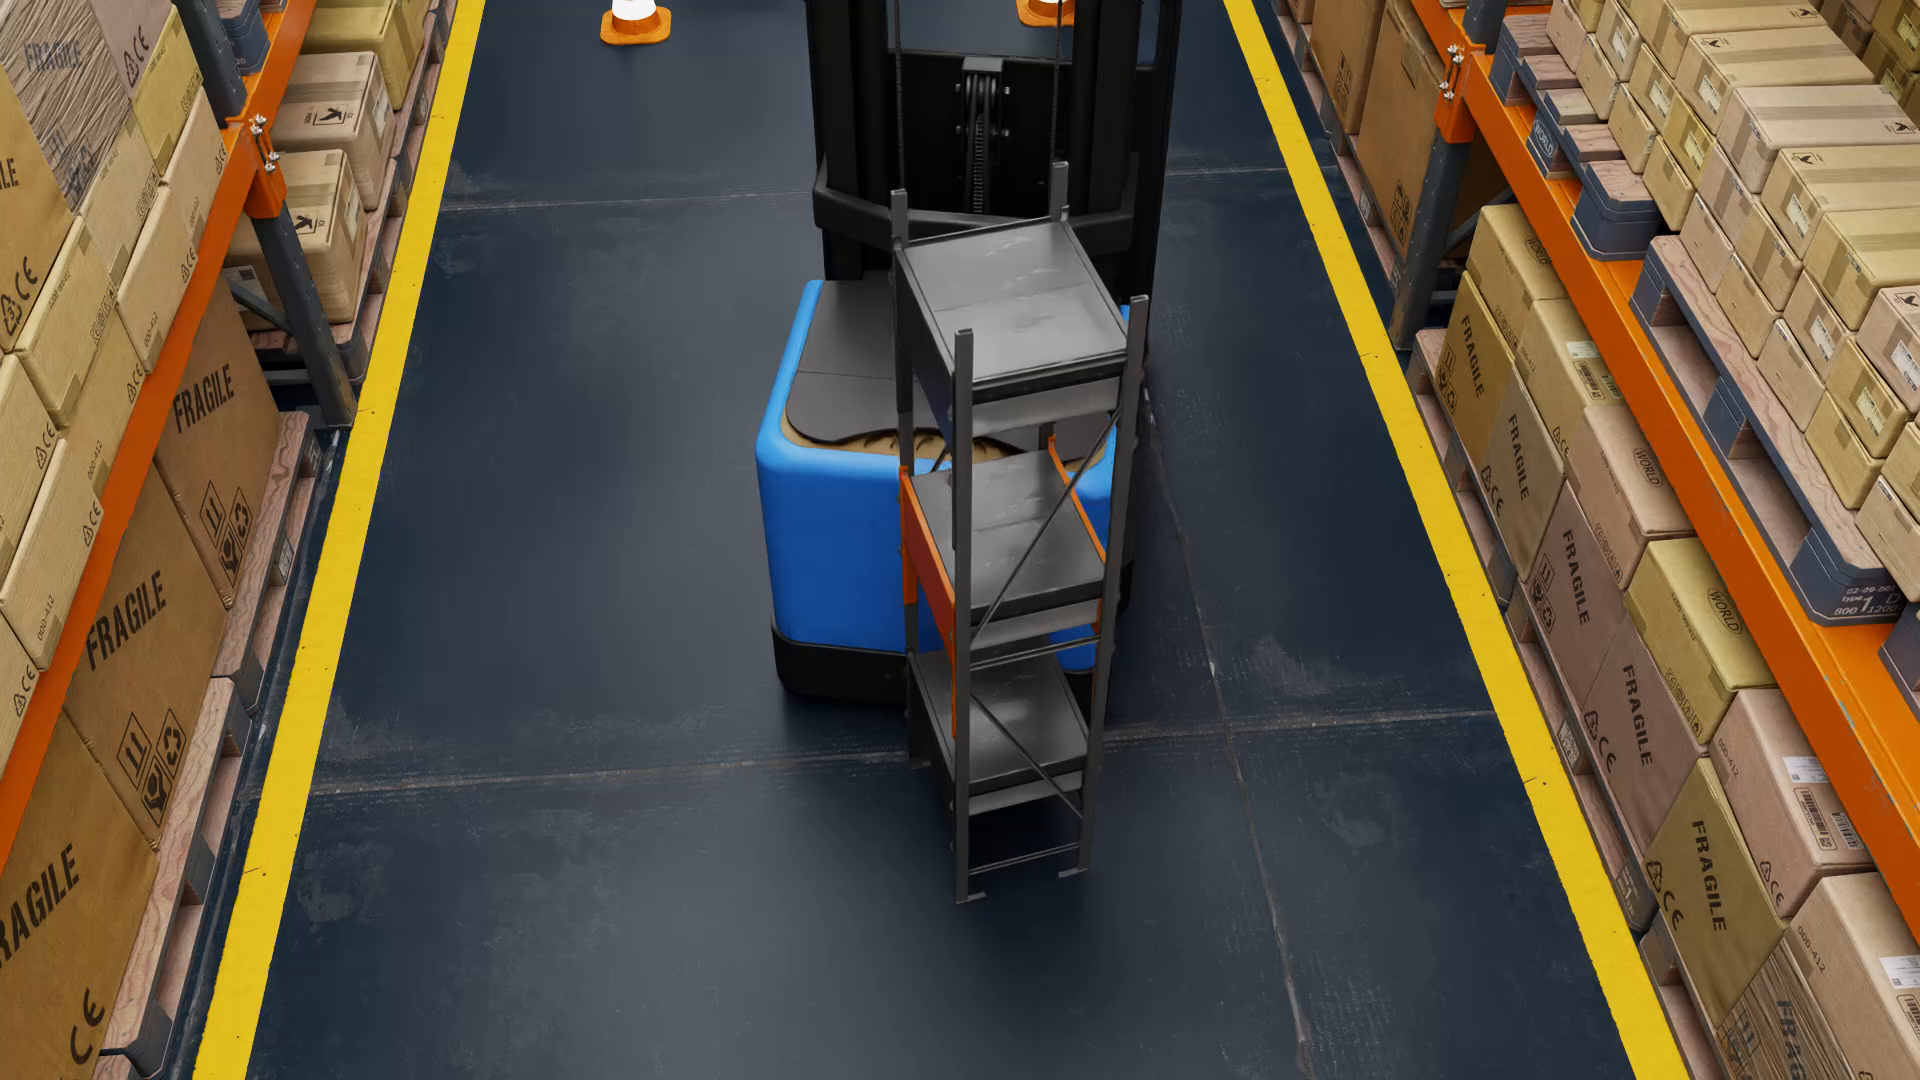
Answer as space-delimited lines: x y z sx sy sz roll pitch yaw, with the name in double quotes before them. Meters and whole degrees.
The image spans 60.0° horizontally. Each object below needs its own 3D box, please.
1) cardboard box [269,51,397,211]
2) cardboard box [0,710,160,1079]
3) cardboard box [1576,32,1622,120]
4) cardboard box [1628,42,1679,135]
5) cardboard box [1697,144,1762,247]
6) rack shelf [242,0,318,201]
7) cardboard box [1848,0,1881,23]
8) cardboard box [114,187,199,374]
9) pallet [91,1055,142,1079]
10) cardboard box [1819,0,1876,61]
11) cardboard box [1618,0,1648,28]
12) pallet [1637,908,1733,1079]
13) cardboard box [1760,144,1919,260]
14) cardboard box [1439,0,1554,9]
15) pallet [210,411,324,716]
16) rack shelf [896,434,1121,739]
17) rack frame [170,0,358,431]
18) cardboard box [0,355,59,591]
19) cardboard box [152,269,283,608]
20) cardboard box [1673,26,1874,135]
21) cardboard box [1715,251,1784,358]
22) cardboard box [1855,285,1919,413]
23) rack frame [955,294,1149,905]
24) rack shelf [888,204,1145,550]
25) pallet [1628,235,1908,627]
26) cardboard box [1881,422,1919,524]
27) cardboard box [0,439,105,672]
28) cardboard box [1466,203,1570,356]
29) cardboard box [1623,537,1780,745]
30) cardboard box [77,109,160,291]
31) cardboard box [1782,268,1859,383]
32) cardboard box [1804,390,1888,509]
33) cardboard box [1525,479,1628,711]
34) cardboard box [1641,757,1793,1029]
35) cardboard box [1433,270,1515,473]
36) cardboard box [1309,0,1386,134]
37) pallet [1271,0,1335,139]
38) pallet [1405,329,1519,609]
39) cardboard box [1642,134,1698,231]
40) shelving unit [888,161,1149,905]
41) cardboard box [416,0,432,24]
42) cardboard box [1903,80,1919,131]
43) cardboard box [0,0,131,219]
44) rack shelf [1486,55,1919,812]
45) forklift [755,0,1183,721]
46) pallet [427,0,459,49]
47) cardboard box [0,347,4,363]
"cardboard box" -2.852 -1.640 6.758 0.950 0.372 0.625 -4 47 -4
"cardboard box" -2.625 0.927 3.981 0.875 0.875 0.875 -2 47 -2
"cardboard box" 2.038 -1.359 4.855 0.380 0.149 0.250 -1 47 -1
"cardboard box" 2.070 -1.240 4.538 0.380 0.149 0.250 -5 47 -5
"cardboard box" 2.111 -0.877 4.194 0.380 0.149 0.250 -3 47 -3
"rack shelf" -2.913 -2.657 6.695 1.077 0.370 4.000 -3 47 -3
"cardboard box" 2.696 -1.585 4.659 0.380 0.149 0.250 -4 47 -4
"cardboard box" -2.386 -0.686 4.438 0.500 0.250 0.500 -3 47 -3
"pallet" -2.550 1.842 3.860 1.003 0.211 1.213 -3 47 -3
"cardboard box" 2.698 -1.468 4.754 0.380 0.149 0.250 -2 47 -2
"cardboard box" 2.050 -1.553 4.629 0.380 0.149 0.250 -5 47 -4
"pallet" 2.447 1.459 4.223 1.003 0.211 1.213 -3 47 -3
"cardboard box" 2.136 -0.796 3.912 0.380 0.149 0.250 -2 47 -2
"cardboard box" 1.874 -2.175 5.675 0.500 0.500 0.500 -3 47 -3
"pallet" -2.754 0.077 5.532 1.003 0.211 1.213 -3 47 -3
"rack shelf" 0.112 0.117 4.211 0.431 0.518 0.480 -12 48 -11
"rack frame" -2.745 -1.457 5.064 1.000 3.000 0.127 -3 47 -3
"cardboard box" -2.298 -0.127 3.563 0.500 0.250 0.500 -5 47 -4
"cardboard box" -2.770 -0.366 5.205 0.875 0.875 0.875 -4 47 -4
"cardboard box" 2.088 -1.184 4.279 0.380 0.149 0.250 -5 47 -5
"cardboard box" 2.128 -0.594 4.130 0.380 0.149 0.250 -3 47 -3
"cardboard box" 2.178 -0.421 3.557 0.380 0.149 0.250 -5 47 -5
"rack frame" 0.181 0.278 4.040 0.400 2.100 0.015 -12 48 -11
"rack shelf" 0.113 -0.364 3.703 0.431 0.518 0.480 -12 48 -11
"pallet" 2.386 -0.335 4.134 1.003 0.211 1.213 -3 47 -3
"cardboard box" 2.195 -0.129 3.485 0.380 0.149 0.250 -6 47 -5
"cardboard box" -2.289 0.046 3.744 0.500 0.250 0.500 -4 47 -4
"cardboard box" 1.996 -0.860 5.414 0.500 0.250 0.500 -5 47 -5
"cardboard box" 2.112 0.243 4.370 0.500 0.250 0.500 -5 47 -5
"cardboard box" -2.405 -0.871 4.268 0.500 0.250 0.500 -5 47 -4
"cardboard box" 2.155 -0.503 3.839 0.380 0.149 0.250 -2 47 -2
"cardboard box" 2.171 -0.212 3.769 0.380 0.149 0.250 -2 47 -2
"cardboard box" 2.077 0.146 4.978 0.500 0.500 0.500 -5 47 -4
"cardboard box" 2.158 0.887 4.276 0.500 0.500 0.500 -4 47 -4
"cardboard box" 1.984 -0.588 5.674 0.500 0.500 0.500 -5 47 -5
"cardboard box" 2.141 -2.280 7.104 1.050 0.750 0.750 -3 47 -3
"pallet" 2.089 -2.328 7.809 1.003 0.211 1.213 -3 47 -3
"pallet" 2.243 -0.307 5.895 1.003 0.211 1.213 -3 47 -3
"cardboard box" 2.085 -0.968 4.485 0.380 0.149 0.250 -2 47 -1
"shelving unit" 0.112 0.108 4.201 0.431 2.100 0.503 -12 48 -11
"cardboard box" -2.970 -2.692 7.755 0.950 0.372 0.625 -1 47 -1
"cardboard box" 2.743 -1.097 4.402 0.380 0.149 0.250 -3 47 -3
"cardboard box" -2.390 -1.106 3.974 0.500 0.500 0.500 -3 47 -3
"rack shelf" 2.347 -0.204 4.238 0.919 0.124 3.809 -3 47 -3
"forklift" 0.128 -1.527 5.177 1.130 2.935 3.031 6 47 5
"pallet" -3.013 -2.829 8.284 1.003 0.211 1.213 -3 47 -3
"cardboard box" -2.320 -0.380 3.286 0.500 0.500 0.500 -4 47 -4
